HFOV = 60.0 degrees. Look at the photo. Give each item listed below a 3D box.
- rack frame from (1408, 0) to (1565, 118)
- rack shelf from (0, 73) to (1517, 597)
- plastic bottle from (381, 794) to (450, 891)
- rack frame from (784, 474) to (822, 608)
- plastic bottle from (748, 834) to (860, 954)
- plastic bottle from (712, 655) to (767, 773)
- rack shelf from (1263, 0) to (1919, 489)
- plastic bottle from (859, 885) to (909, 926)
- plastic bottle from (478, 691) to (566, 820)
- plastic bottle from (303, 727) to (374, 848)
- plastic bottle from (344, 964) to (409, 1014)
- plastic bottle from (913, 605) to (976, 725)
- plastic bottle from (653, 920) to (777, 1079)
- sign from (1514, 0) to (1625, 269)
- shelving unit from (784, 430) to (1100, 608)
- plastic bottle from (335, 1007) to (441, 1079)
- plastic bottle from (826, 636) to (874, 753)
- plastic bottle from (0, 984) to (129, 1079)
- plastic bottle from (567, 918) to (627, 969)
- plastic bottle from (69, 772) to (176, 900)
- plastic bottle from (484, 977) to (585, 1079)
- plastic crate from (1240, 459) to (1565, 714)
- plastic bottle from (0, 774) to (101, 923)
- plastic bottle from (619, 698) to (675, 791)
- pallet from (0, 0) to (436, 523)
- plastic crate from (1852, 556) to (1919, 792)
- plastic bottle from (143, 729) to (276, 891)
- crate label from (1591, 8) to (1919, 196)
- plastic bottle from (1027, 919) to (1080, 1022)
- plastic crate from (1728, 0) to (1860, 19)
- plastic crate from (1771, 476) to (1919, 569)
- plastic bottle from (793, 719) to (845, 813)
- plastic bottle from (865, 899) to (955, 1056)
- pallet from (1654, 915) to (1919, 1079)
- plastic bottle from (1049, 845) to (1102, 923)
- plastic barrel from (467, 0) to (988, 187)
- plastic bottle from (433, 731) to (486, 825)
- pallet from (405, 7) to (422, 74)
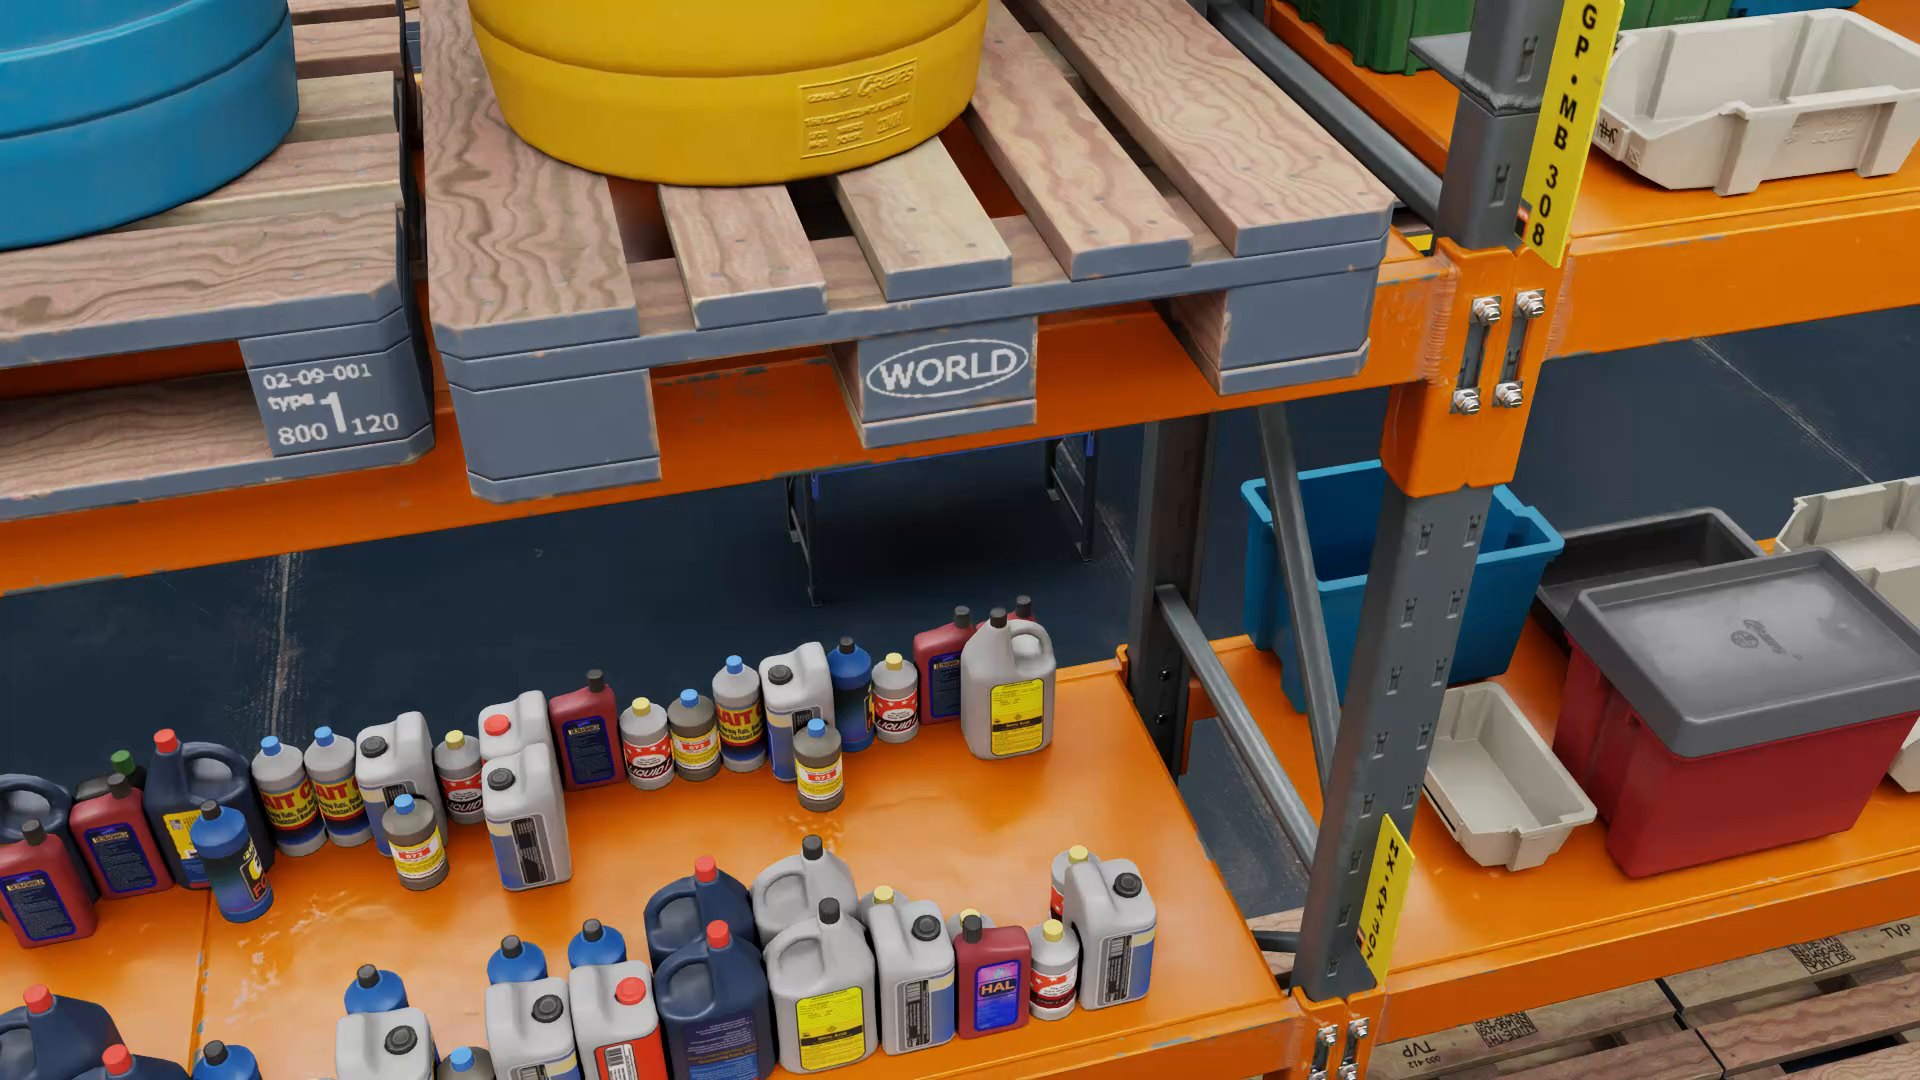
[{"bbox_3d":[0.563,-1.994,1.450,0.127,3.000,1.000,-9,38,-12],"label":"rack frame"},{"bbox_3d":[-1.367,-0.200,2.166,4.000,0.370,1.077,-9,38,-12],"label":"rack shelf"},{"bbox_3d":[-1.050,0.571,3.198,0.097,0.201,0.097,0,37,0],"label":"plastic bottle"},{"bbox_3d":[-0.573,-0.502,5.671,0.032,1.500,0.500,-9,38,-12],"label":"rack frame"},{"bbox_3d":[-0.276,0.661,2.957,0.185,0.351,0.144,-9,38,-12],"label":"plastic bottle"},{"bbox_3d":[-0.455,0.350,3.429,0.097,0.271,0.097,0,37,0],"label":"plastic bottle"},{"bbox_3d":[2.494,-0.834,2.994,4.000,0.370,1.077,-9,38,-12],"label":"rack shelf"},{"bbox_3d":[-0.136,0.707,3.020,0.097,0.201,0.097,0,37,0],"label":"plastic bottle"},{"bbox_3d":[-0.877,0.435,3.315,0.135,0.276,0.152,-9,38,-12],"label":"plastic bottle"},{"bbox_3d":[-1.220,0.476,3.265,0.097,0.271,0.097,0,37,0],"label":"plastic bottle"},{"bbox_3d":[-0.977,0.818,2.818,0.097,0.271,0.097,0,37,0],"label":"plastic bottle"},{"bbox_3d":[-0.031,0.264,3.532,0.133,0.283,0.061,-9,38,-12],"label":"plastic bottle"},{"bbox_3d":[-0.417,0.775,2.808,0.185,0.351,0.144,-9,38,-12],"label":"plastic bottle"},{"bbox_3d":[0.705,-0.483,1.937,0.005,0.325,0.100,-9,38,-12],"label":"sign"},{"bbox_3d":[-0.082,-0.582,5.777,1.048,1.500,0.538,-9,38,-12],"label":"shelving unit"},{"bbox_3d":[-0.926,0.886,2.725,0.135,0.276,0.152,-9,38,-12],"label":"plastic bottle"},{"bbox_3d":[-0.231,0.313,3.477,0.097,0.271,0.097,0,37,0],"label":"plastic bottle"},{"bbox_3d":[-1.472,0.853,2.707,0.185,0.351,0.144,-9,38,-12],"label":"plastic bottle"},{"bbox_3d":[-0.623,0.760,2.894,0.097,0.271,0.097,0,37,0],"label":"plastic bottle"},{"bbox_3d":[-1.592,0.559,3.147,0.133,0.283,0.061,-9,38,-12],"label":"plastic bottle"},{"bbox_3d":[-0.702,0.849,2.773,0.135,0.276,0.152,-9,38,-12],"label":"plastic bottle"},{"bbox_3d":[0.925,0.097,3.618,0.575,0.384,0.392,-9,38,-12],"label":"plastic crate"},{"bbox_3d":[-1.751,0.546,3.108,0.185,0.351,0.144,-9,38,-12],"label":"plastic bottle"},{"bbox_3d":[-0.643,0.409,3.410,0.097,0.201,0.097,0,37,0],"label":"plastic bottle"},{"bbox_3d":[-1.262,-0.365,1.944,1.213,0.211,1.003,-9,38,-12],"label":"pallet"},{"bbox_3d":[2.086,0.278,3.466,0.530,0.282,0.437,-9,38,-12],"label":"plastic crate"},{"bbox_3d":[-1.444,0.496,3.174,0.185,0.351,0.144,-9,38,-12],"label":"plastic bottle"},{"bbox_3d":[1.111,-0.606,2.321,0.466,0.136,0.293,-9,38,-12],"label":"crate label"},{"bbox_3d":[0.162,0.754,2.959,0.097,0.201,0.097,0,37,0],"label":"plastic bottle"},{"bbox_3d":[1.359,-1.068,2.846,0.300,0.233,0.416,-9,38,-12],"label":"plastic crate"},{"bbox_3d":[2.166,0.018,3.926,0.466,0.136,0.293,-9,38,-12],"label":"plastic crate"},{"bbox_3d":[-0.286,0.446,3.362,0.097,0.201,0.097,0,37,0],"label":"plastic bottle"},{"bbox_3d":[-0.086,0.748,2.905,0.135,0.276,0.152,-9,38,-12],"label":"plastic bottle"},{"bbox_3d":[2.443,1.162,4.558,1.213,0.211,1.003,-9,38,-12],"label":"pallet"},{"bbox_3d":[0.217,0.650,3.096,0.097,0.201,0.097,0,37,0],"label":"plastic bottle"},{"bbox_3d":[-0.265,-0.780,1.832,0.600,0.588,0.600,0,37,0],"label":"plastic barrel"},{"bbox_3d":[-0.996,0.467,3.335,0.097,0.201,0.097,0,37,0],"label":"plastic bottle"},{"bbox_3d":[-2.710,-2.118,6.708,1.213,0.211,1.003,-9,38,-12],"label":"pallet"}]
